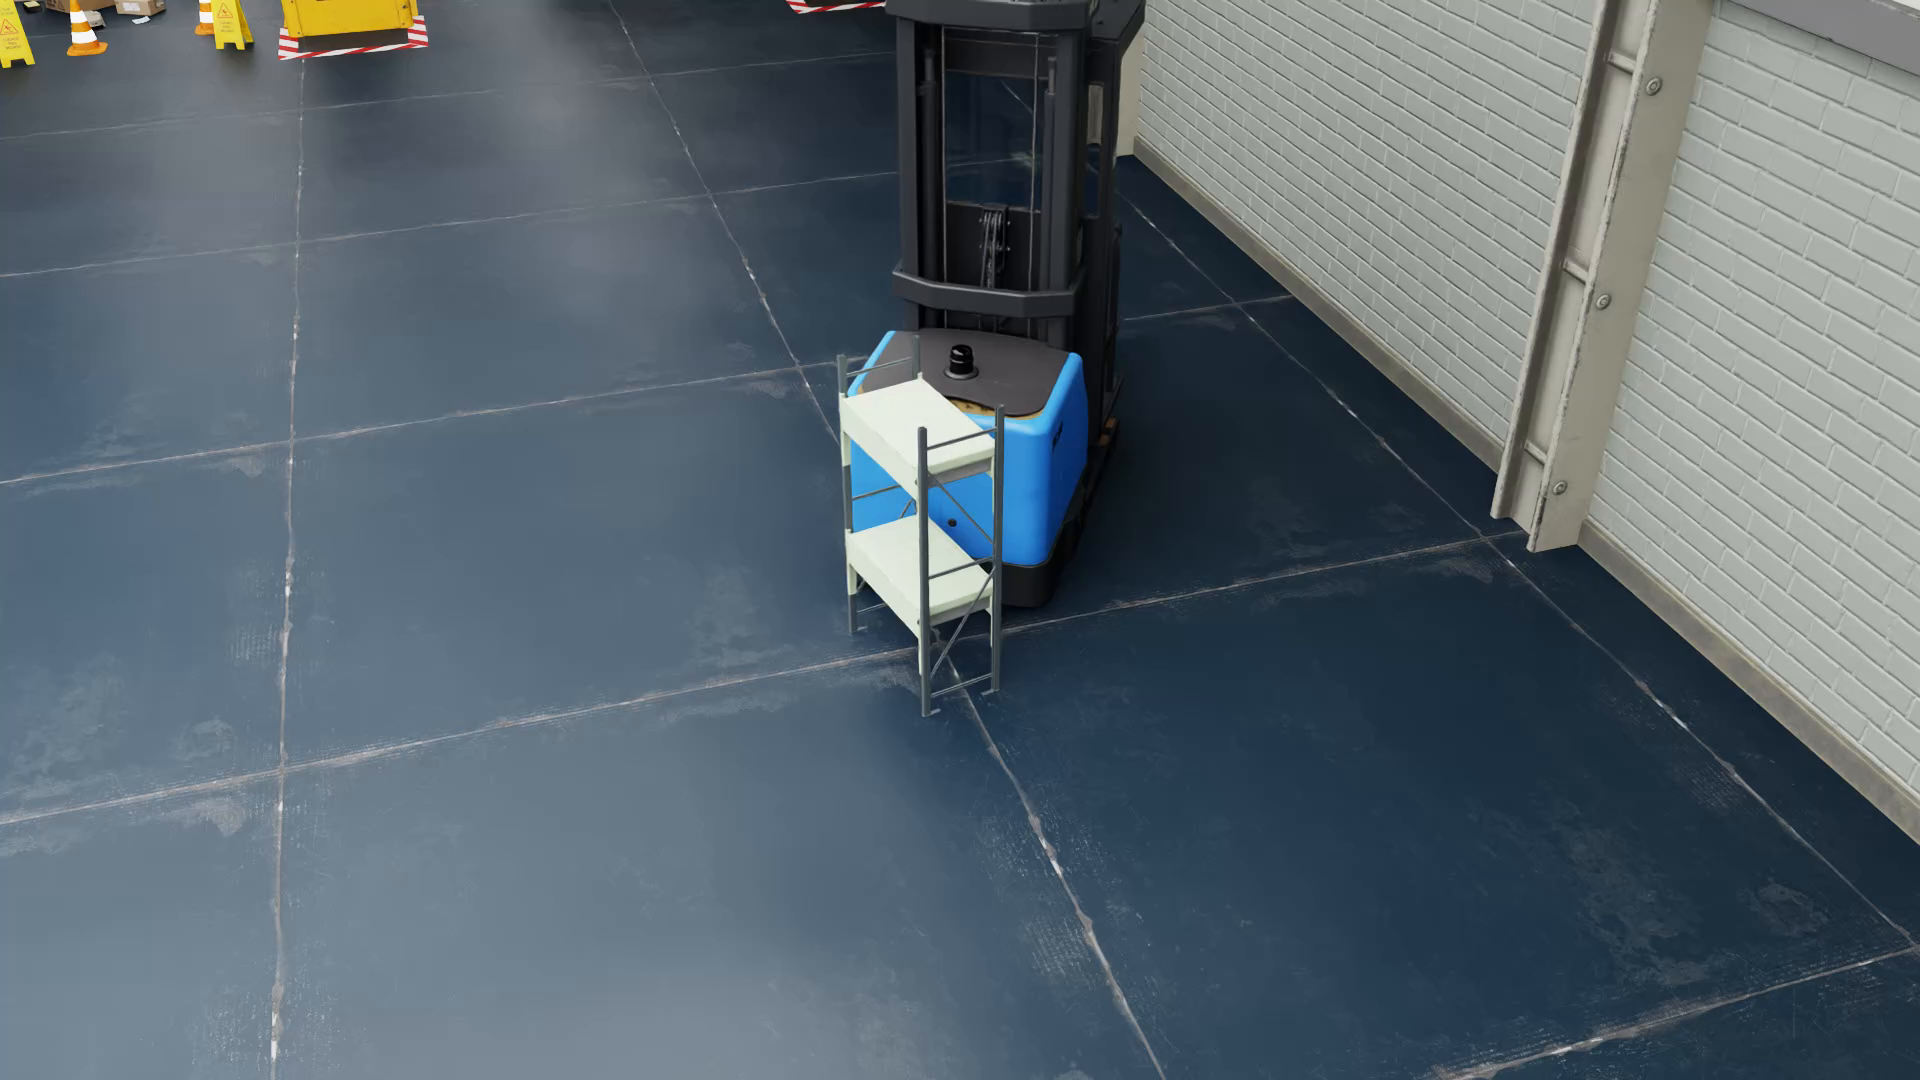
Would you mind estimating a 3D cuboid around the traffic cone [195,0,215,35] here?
[{"bbox_3d":[-7.331,-5.212,16.218,0.336,0.463,0.334,-10,35,-15],"label":"traffic cone"}]

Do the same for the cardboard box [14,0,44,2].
[{"bbox_3d":[-9.597,-5.743,17.200,0.396,0.266,0.258,-4,34,-6],"label":"cardboard box"}]

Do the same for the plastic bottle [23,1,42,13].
[{"bbox_3d":[-9.441,-5.426,16.907,0.133,0.061,0.283,-23,40,-31],"label":"plastic bottle"}]

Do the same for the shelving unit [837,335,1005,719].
[{"bbox_3d":[-0.176,-0.053,7.469,0.431,1.500,0.755,-18,37,-25],"label":"shelving unit"}]

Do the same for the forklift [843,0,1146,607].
[{"bbox_3d":[0.296,-1.700,8.665,1.130,2.935,3.031,8,34,12],"label":"forklift"}]

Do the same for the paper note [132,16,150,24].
[{"bbox_3d":[-8.155,-5.185,16.569,0.148,0.019,0.142,-23,40,-31],"label":"paper note"}]

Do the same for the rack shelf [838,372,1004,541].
[{"bbox_3d":[-0.176,-0.378,7.254,0.431,0.370,0.720,-18,37,-25],"label":"rack shelf"}]

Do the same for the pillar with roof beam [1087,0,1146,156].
[{"bbox_3d":[-2.869,-6.244,10.038,9.100,9.000,0.400,-10,35,-15],"label":"pillar with roof beam"}]

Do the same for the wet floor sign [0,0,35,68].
[{"bbox_3d":[-8.760,-4.712,15.295,0.267,0.644,0.232,-16,37,-23],"label":"wet floor sign"}]

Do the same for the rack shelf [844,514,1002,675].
[{"bbox_3d":[-0.176,0.219,7.649,0.431,0.370,0.720,-18,37,-25],"label":"rack shelf"}]

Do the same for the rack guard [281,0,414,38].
[{"bbox_3d":[-5.995,-5.259,16.255,1.175,0.500,0.348,-10,35,-15],"label":"rack guard"}]

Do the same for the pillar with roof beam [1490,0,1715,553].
[{"bbox_3d":[-1.039,-3.094,5.270,9.100,9.000,0.400,-10,35,-15],"label":"pillar with roof beam"}]

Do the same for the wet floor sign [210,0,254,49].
[{"bbox_3d":[-6.933,-5.000,15.731,0.267,0.644,0.232,1,33,2],"label":"wet floor sign"}]

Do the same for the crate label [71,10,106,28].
[{"bbox_3d":[-8.583,-5.114,16.364,0.298,0.136,0.250,27,42,34],"label":"crate label"}]

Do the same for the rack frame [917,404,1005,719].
[{"bbox_3d":[0.006,0.122,7.204,0.400,1.500,0.023,-18,37,-25],"label":"rack frame"}]

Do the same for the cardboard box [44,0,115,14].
[{"bbox_3d":[-8.918,-5.717,16.945,0.637,0.503,0.797,19,38,26],"label":"cardboard box"}]

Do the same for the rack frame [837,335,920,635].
[{"bbox_3d":[-0.358,-0.228,7.734,0.400,1.500,0.023,-18,37,-25],"label":"rack frame"}]

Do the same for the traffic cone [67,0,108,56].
[{"bbox_3d":[-8.285,-4.847,15.666,0.336,0.463,0.334,-10,35,-15],"label":"traffic cone"}]

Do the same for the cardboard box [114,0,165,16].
[{"bbox_3d":[-8.295,-5.421,16.818,0.380,0.149,0.250,7,34,10],"label":"cardboard box"}]
